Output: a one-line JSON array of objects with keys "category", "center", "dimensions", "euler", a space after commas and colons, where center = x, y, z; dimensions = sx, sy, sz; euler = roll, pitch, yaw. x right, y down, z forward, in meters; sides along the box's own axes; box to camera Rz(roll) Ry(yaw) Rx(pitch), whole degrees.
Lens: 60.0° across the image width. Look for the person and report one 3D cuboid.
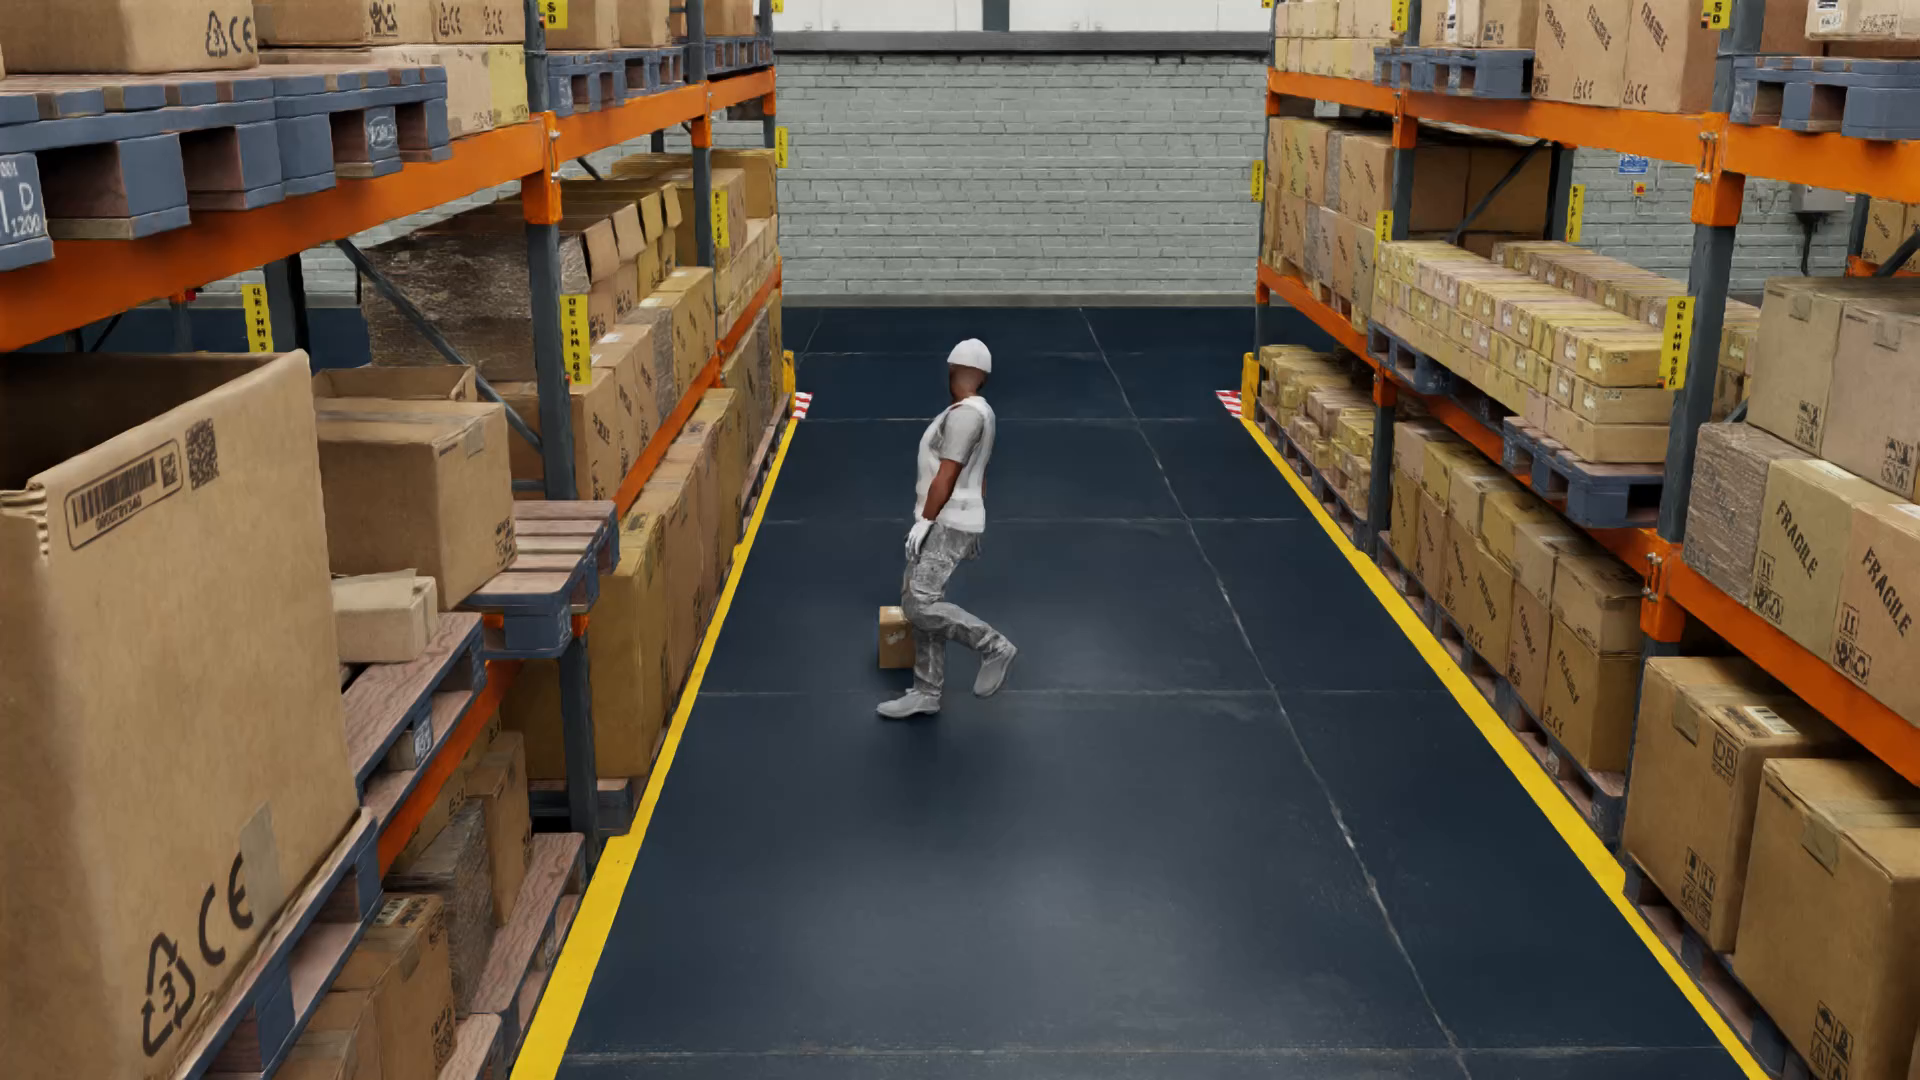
[{"category": "person", "center": [-0.064, -0.058, 7.795], "dimensions": [0.664, 1.736, 0.621], "euler": [0, 17, 0]}]
